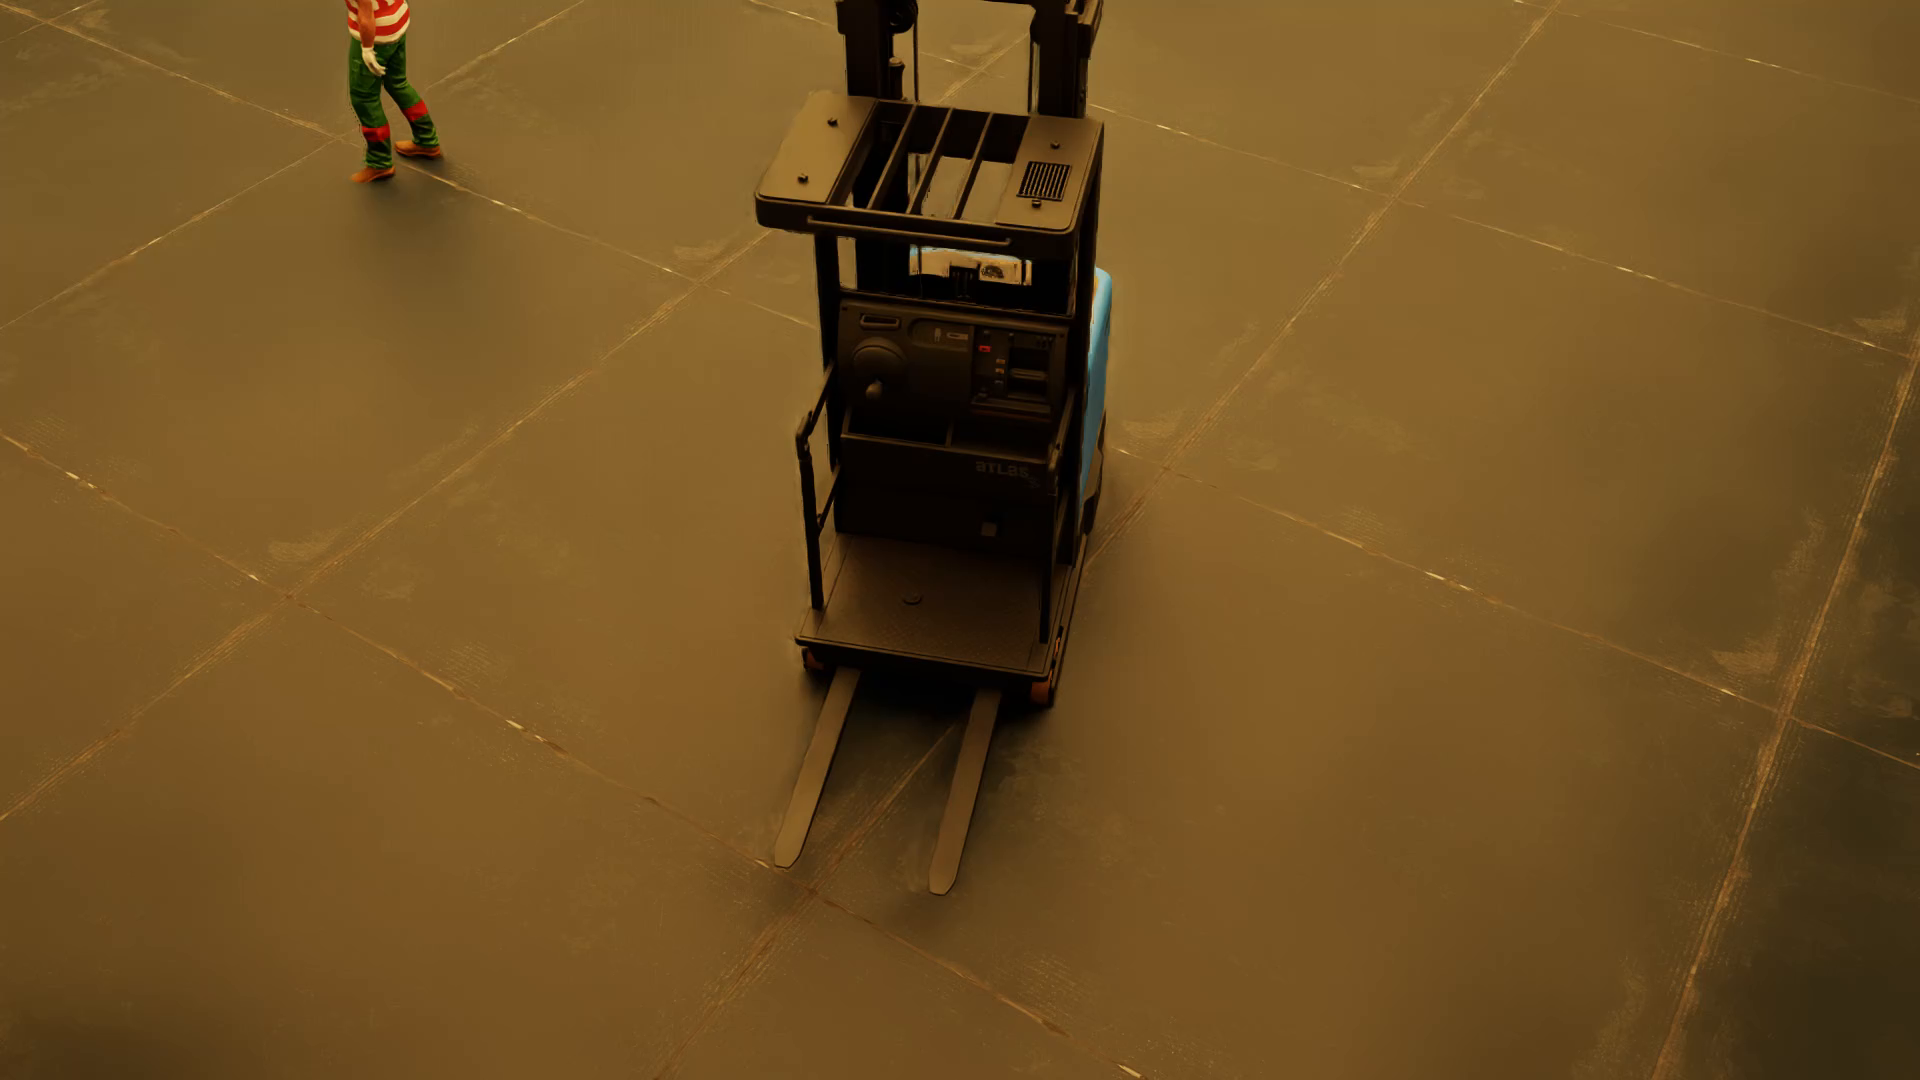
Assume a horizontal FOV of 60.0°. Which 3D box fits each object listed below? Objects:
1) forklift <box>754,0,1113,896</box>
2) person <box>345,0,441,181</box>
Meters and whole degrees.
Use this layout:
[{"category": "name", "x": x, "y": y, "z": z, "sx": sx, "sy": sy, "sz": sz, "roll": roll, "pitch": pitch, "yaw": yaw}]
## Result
[{"category": "forklift", "x": -0.076, "y": -0.632, "z": 6.515, "sx": 1.130, "sy": 2.935, "sz": 3.031, "roll": 8, "pitch": 44, "yaw": 8}, {"category": "person", "x": -3.537, "y": -3.028, "z": 9.910, "sx": 0.510, "sy": 1.816, "sz": 0.629, "roll": 5, "pitch": 44, "yaw": 5}]
